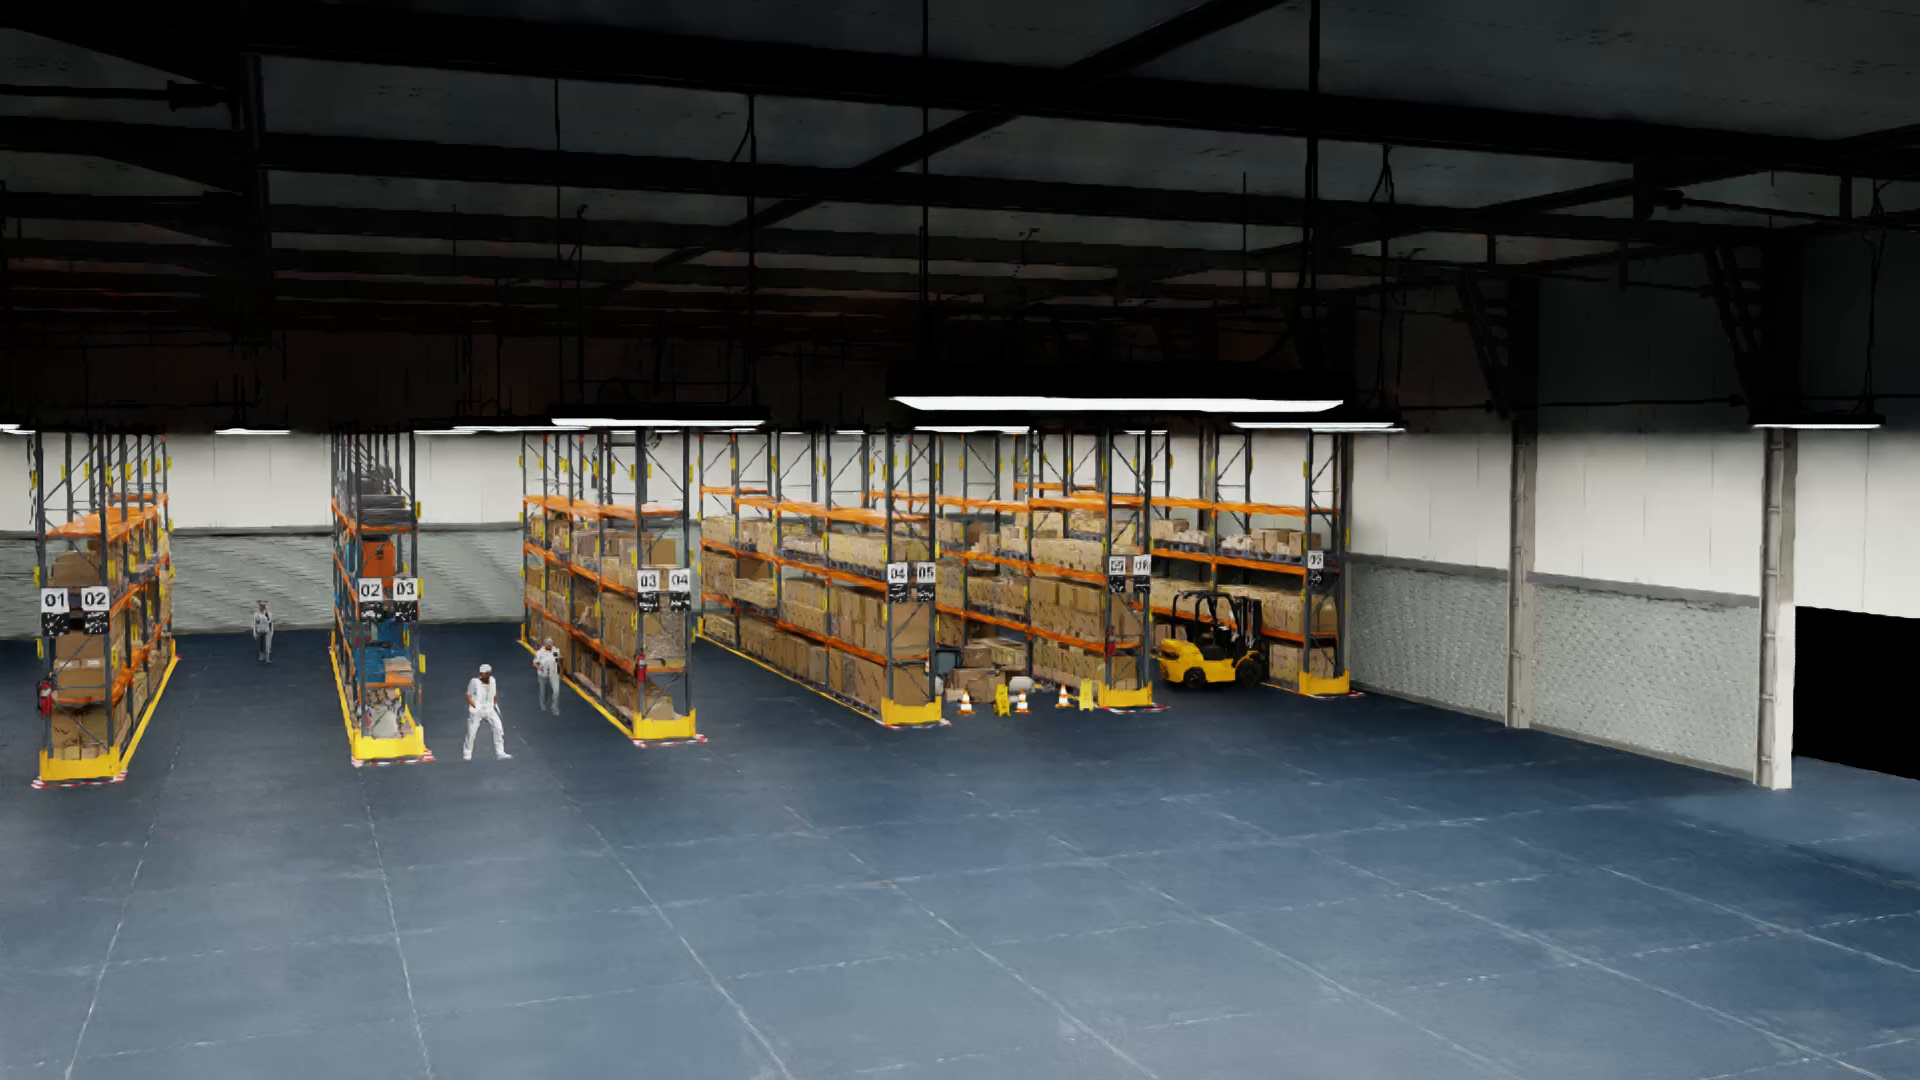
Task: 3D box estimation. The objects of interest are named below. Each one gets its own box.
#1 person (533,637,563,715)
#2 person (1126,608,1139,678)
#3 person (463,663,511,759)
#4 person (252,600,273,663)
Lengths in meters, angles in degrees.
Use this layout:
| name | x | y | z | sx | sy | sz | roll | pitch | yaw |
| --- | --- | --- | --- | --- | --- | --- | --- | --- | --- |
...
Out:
| name | x | y | z | sx | sy | sz | roll | pitch | yaw |
| --- | --- | --- | --- | --- | --- | --- | --- | --- | --- |
| person | -8.508 | 2.779 | 34.377 | 0.628 | 1.599 | 0.828 | -1 | 4 | -17 |
| person | 4.007 | 2.431 | 39.275 | 0.463 | 1.662 | 0.498 | 1 | 4 | 8 |
| person | -8.421 | 3.018 | 29.371 | 0.706 | 1.714 | 0.828 | -3 | 5 | -39 |
| person | -17.612 | 2.286 | 41.994 | 0.495 | 1.589 | 1.086 | -1 | 4 | -20 |
